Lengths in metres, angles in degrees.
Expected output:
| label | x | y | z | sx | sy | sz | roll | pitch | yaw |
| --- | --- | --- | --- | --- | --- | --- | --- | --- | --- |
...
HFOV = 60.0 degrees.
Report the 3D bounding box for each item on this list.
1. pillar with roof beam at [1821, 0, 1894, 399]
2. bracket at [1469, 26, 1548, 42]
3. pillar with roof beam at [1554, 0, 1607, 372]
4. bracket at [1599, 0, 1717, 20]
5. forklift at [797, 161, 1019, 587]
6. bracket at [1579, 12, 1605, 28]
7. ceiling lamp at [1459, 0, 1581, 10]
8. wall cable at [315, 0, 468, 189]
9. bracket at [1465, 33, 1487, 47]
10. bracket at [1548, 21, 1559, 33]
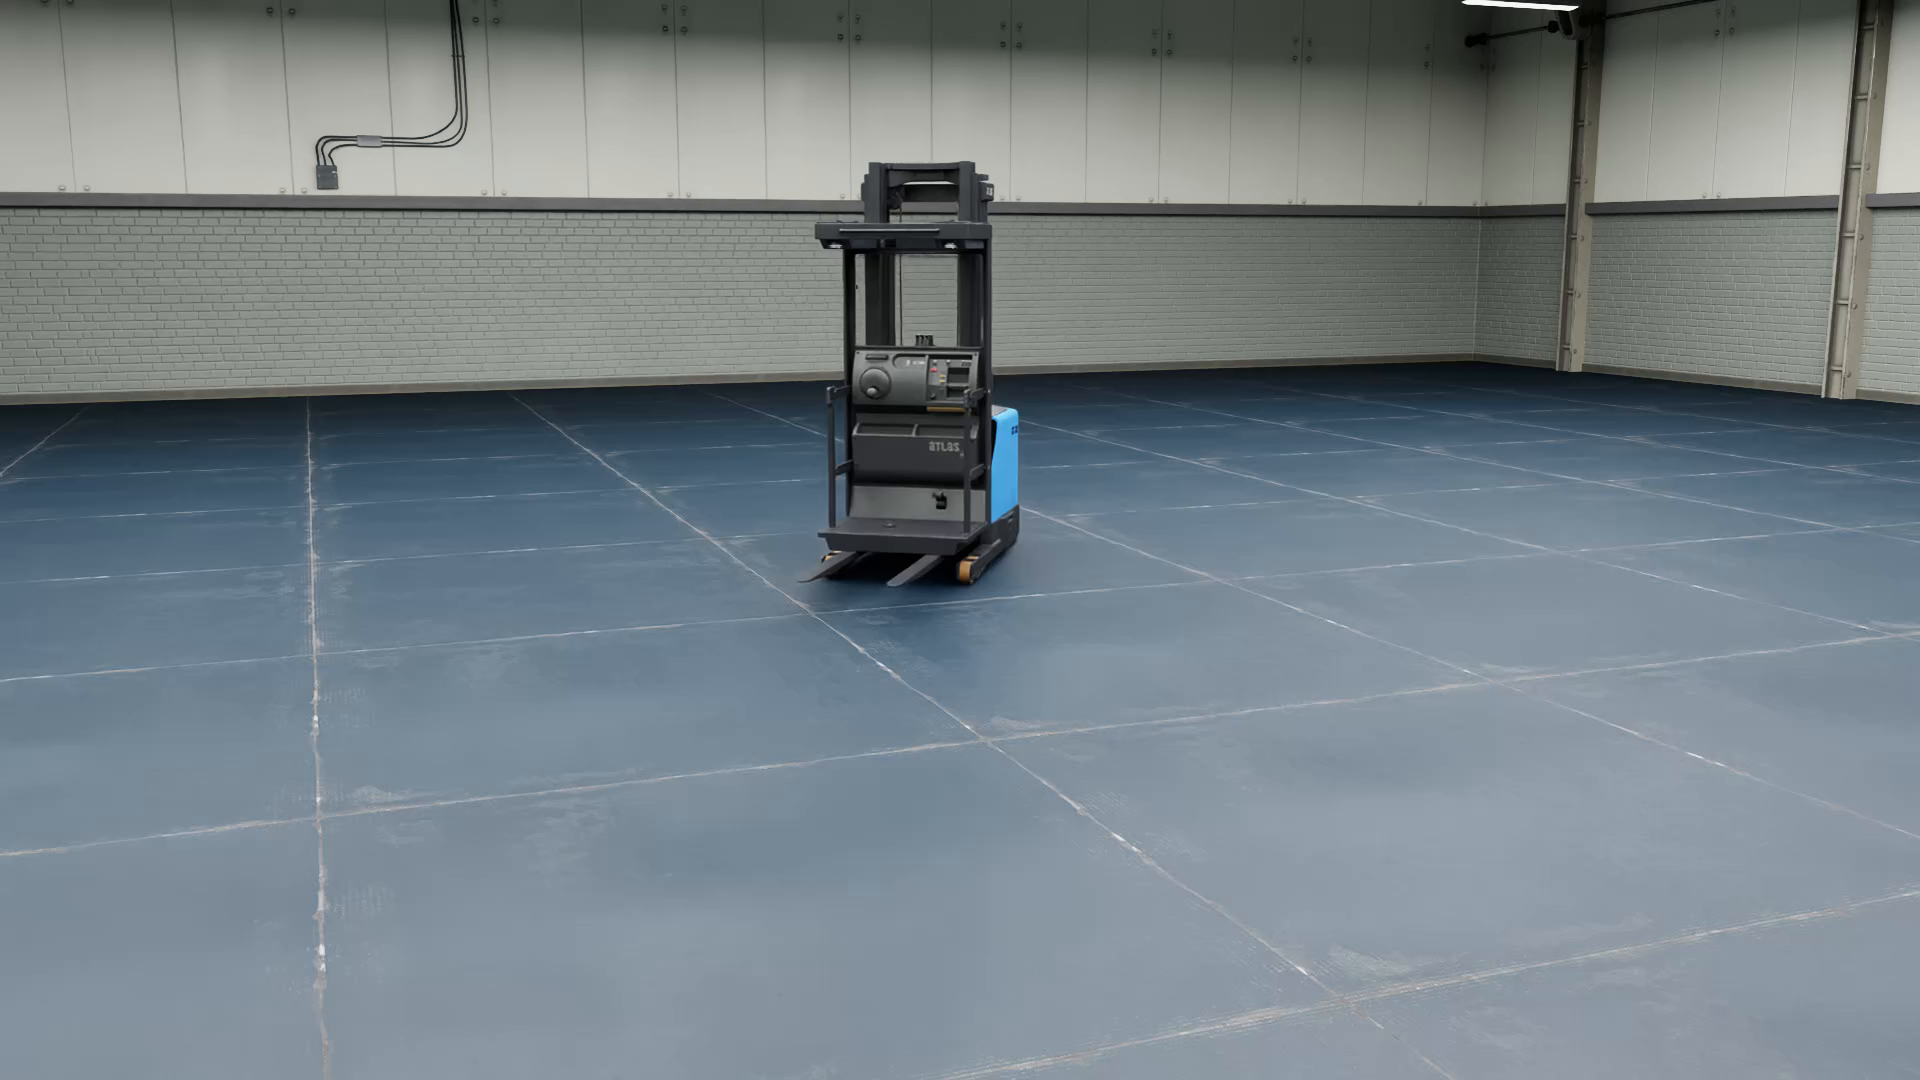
| label | x | y | z | sx | sy | sz | roll | pitch | yaw |
| --- | --- | --- | --- | --- | --- | --- | --- | --- | --- |
| pillar with roof beam | 9.649 | -6.368 | 23.522 | 9.100 | 9.000 | 0.400 | -4 | 11 | -21 |
| bracket | 10.361 | -9.728 | 32.135 | 0.076 | 0.066 | 3.189 | -4 | 11 | -21 |
| pillar with roof beam | 7.474 | -7.347 | 29.028 | 9.100 | 9.000 | 0.548 | -4 | 11 | -21 |
| bracket | 12.240 | -8.881 | 27.377 | 0.076 | 0.066 | 4.783 | -4 | 11 | -21 |
| forklift | -0.368 | -1.205 | 11.828 | 1.130 | 2.935 | 3.031 | 2 | 10 | 13 |
| bracket | 11.306 | -9.302 | 29.741 | 0.235 | 0.232 | 0.430 | -4 | 11 | -21 |
| ceiling lamp | 8.264 | -9.548 | 24.737 | 2.000 | 3.185 | 0.800 | -4 | 11 | -21 |
| wall cable | -8.853 | -8.460 | 25.575 | 2.305 | 6.003 | 0.169 | -4 | 11 | -21 |
| bracket | 10.147 | -9.824 | 32.677 | 0.235 | 0.232 | 0.430 | -4 | 11 | -21 |
| bracket | 11.005 | -9.437 | 30.502 | 0.235 | 0.232 | 0.430 | -4 | 11 | -21 |
